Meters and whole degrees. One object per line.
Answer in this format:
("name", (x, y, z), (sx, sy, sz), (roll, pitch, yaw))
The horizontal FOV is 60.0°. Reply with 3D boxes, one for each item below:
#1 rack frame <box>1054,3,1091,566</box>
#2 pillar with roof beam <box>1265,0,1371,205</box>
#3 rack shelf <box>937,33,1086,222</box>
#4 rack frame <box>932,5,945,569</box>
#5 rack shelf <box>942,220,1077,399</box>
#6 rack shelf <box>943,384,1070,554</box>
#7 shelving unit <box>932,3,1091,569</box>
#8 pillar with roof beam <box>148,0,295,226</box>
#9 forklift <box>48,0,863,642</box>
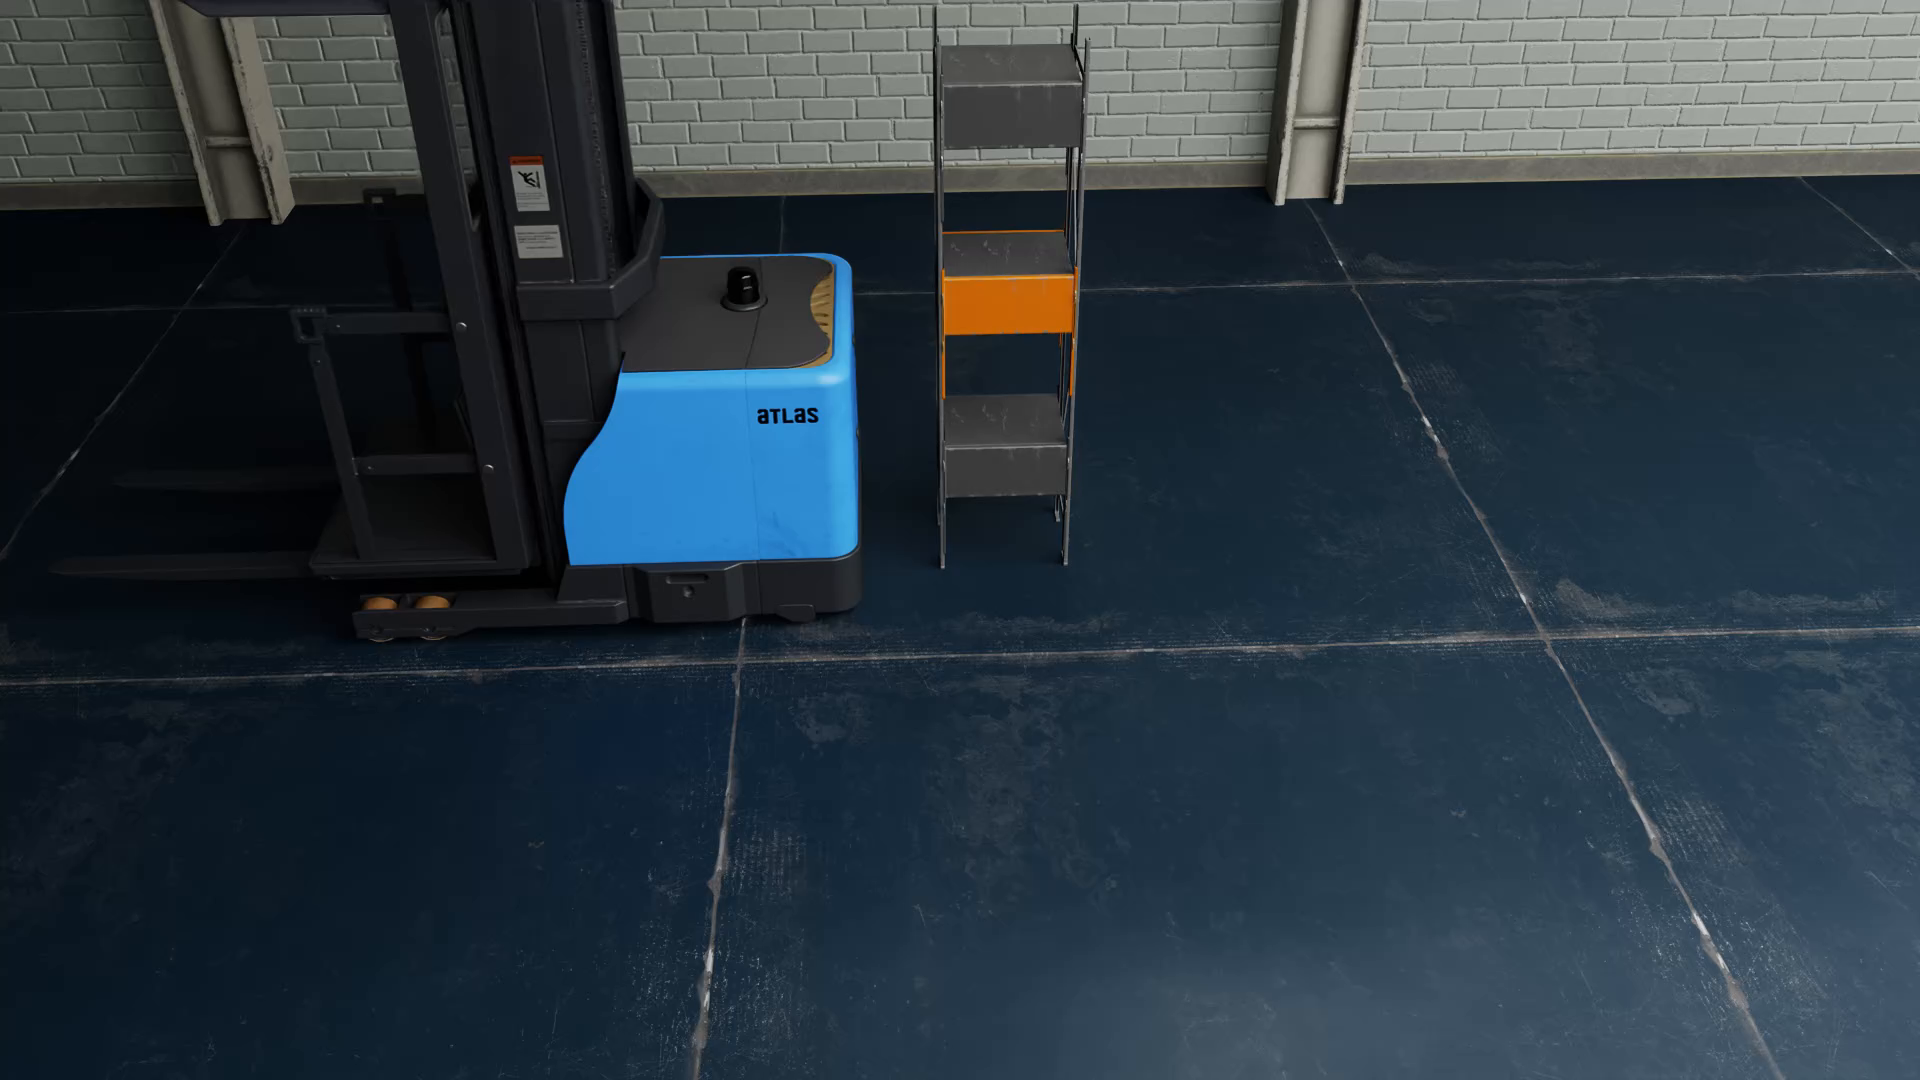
("rack frame", (0.409, -0.874, 6.168), (0.015, 2.100, 0.400), (-2, 35, -2))
("pillar with roof beam", (2.195, -3.263, 3.558), (0.400, 9.000, 9.100), (-2, 35, -2))
("rack shelf", (0.165, -1.432, 5.768), (0.480, 0.518, 0.431), (-2, 35, -2))
("rack frame", (-0.078, -0.861, 6.149), (0.015, 2.100, 0.400), (-2, 35, -2))
("rack shelf", (0.165, -0.857, 6.167), (0.480, 0.518, 0.431), (-2, 35, -2))
("rack shelf", (0.165, -0.281, 6.565), (0.480, 0.518, 0.431), (-2, 35, -2))
("shelving unit", (0.165, -0.868, 6.159), (0.503, 2.100, 0.431), (-2, 35, -2))
("pillar with roof beam", (-3.798, -3.102, 3.324), (0.400, 9.000, 9.100), (-2, 35, -2))
("forklift", (-1.902, -1.135, 5.814), (3.031, 2.935, 1.130), (-2, 35, -2))
